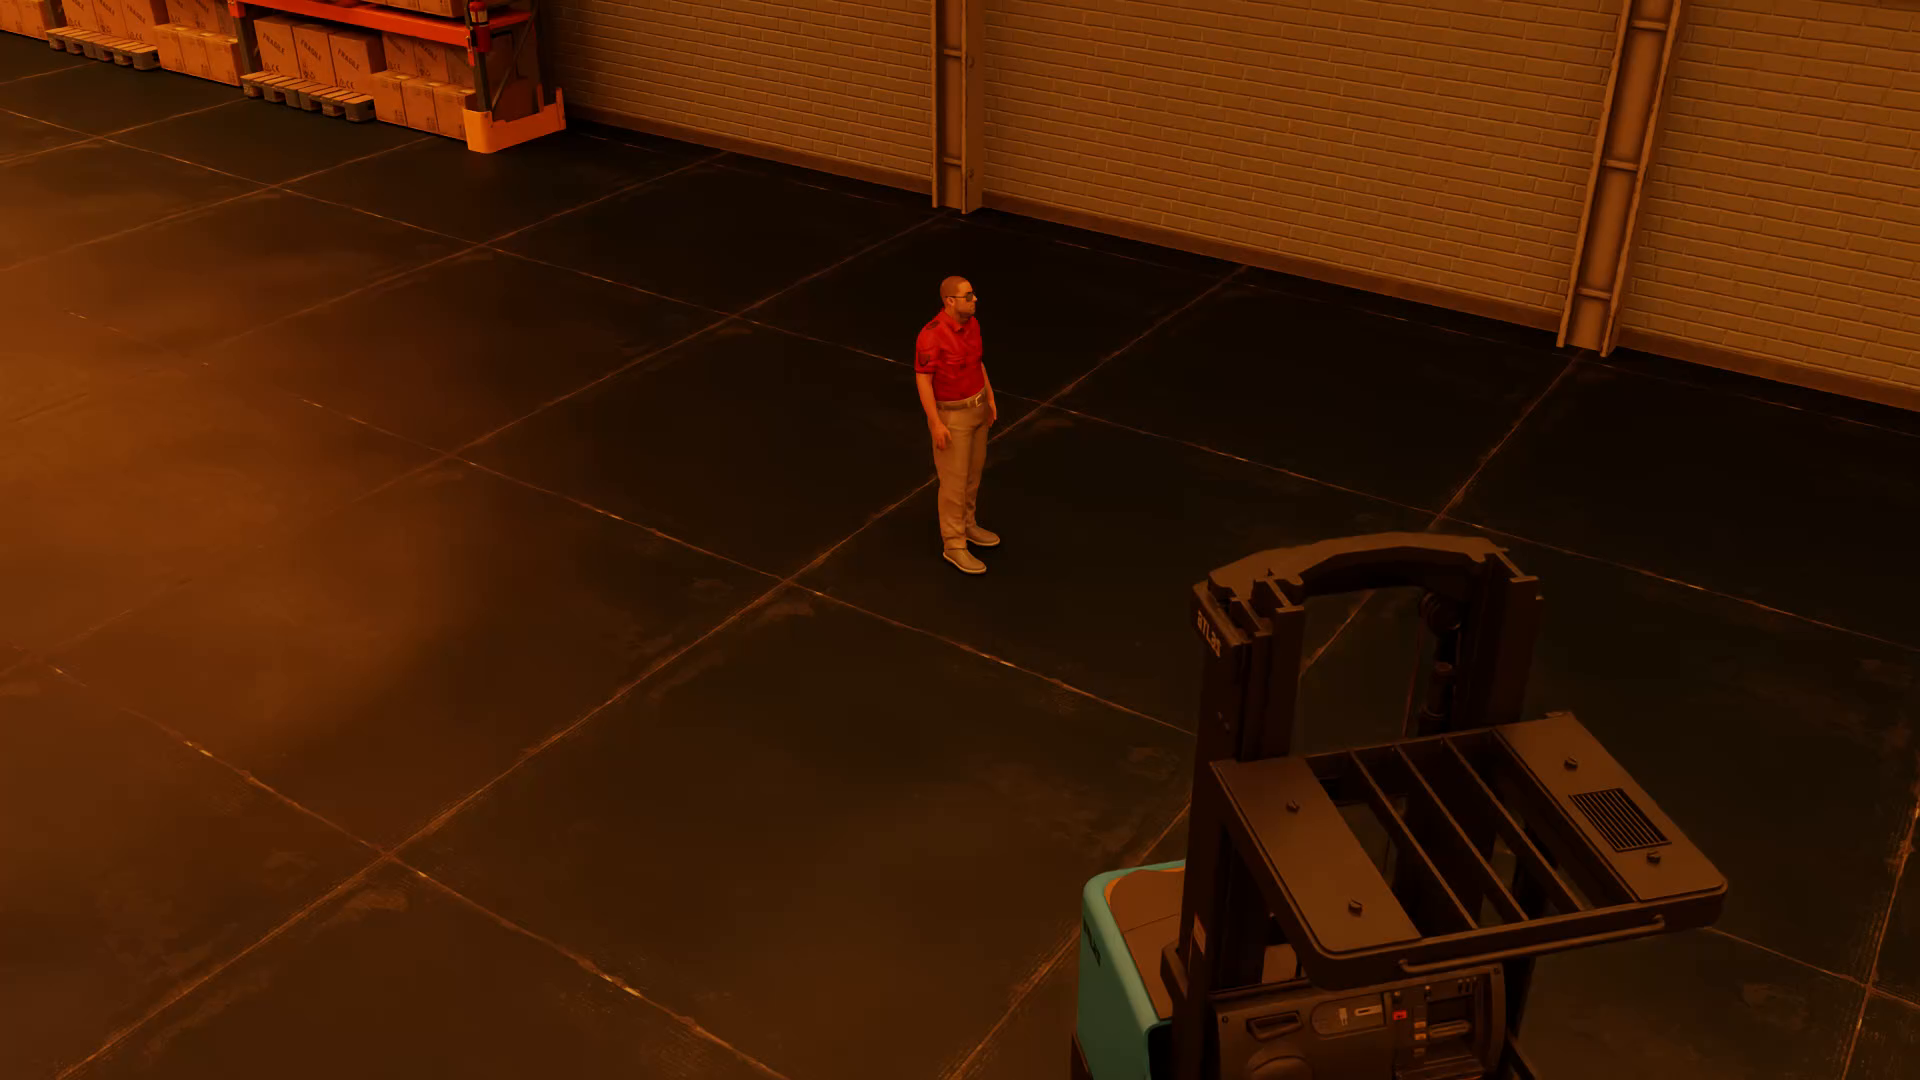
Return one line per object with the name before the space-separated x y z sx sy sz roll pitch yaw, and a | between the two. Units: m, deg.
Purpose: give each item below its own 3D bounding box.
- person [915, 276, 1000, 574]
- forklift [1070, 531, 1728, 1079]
person | 0.067 -0.723 10.010 0.551 1.727 0.640 19 35 29
forklift | 1.270 1.578 4.864 1.130 2.935 3.031 -7 31 -11
